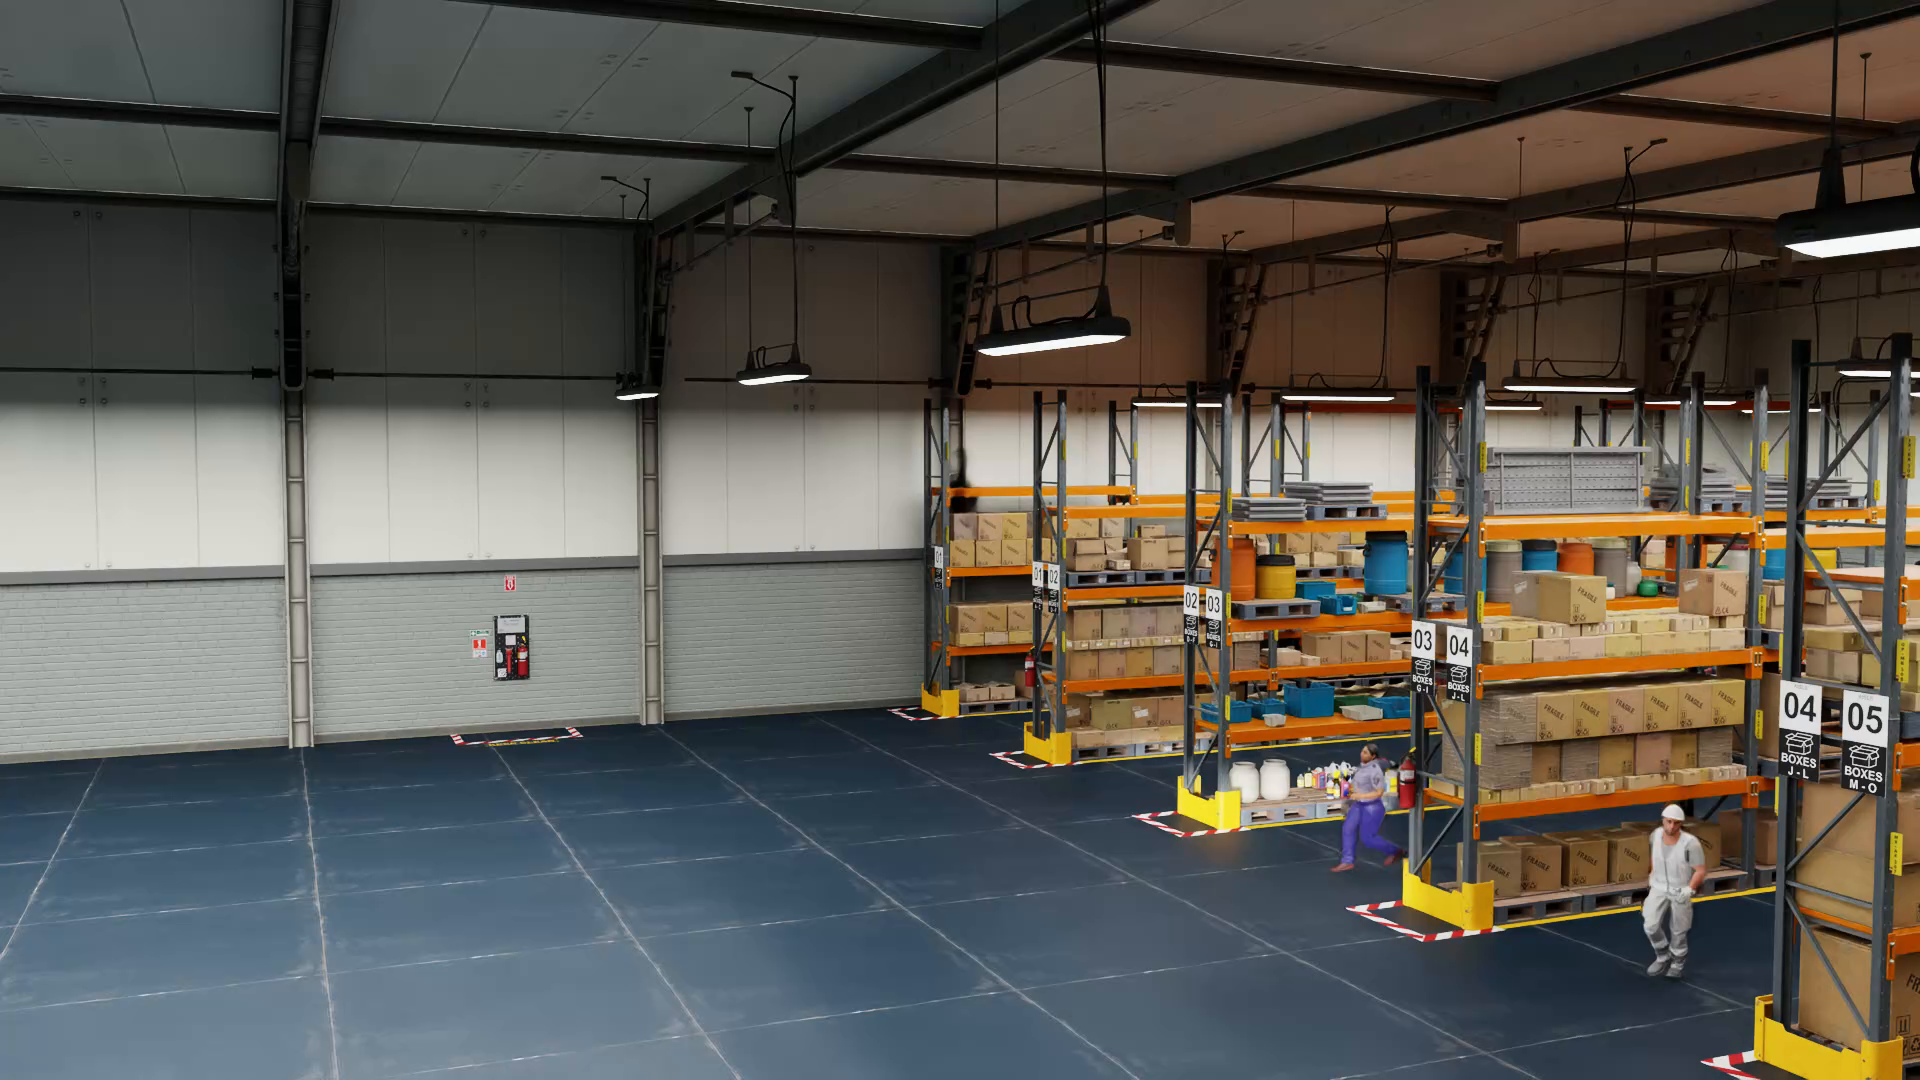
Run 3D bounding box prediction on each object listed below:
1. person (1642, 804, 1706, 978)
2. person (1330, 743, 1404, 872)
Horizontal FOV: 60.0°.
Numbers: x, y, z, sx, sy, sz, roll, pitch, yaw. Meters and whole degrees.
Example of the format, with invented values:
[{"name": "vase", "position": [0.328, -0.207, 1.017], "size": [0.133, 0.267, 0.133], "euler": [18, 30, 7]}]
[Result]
[{"name": "person", "position": [6.743, 3.348, 15.761], "size": [0.634, 1.727, 0.811], "euler": [3, 4, 40]}, {"name": "person", "position": [4.909, 3.205, 19.777], "size": [0.845, 1.620, 0.639], "euler": [0, 3, -6]}]
